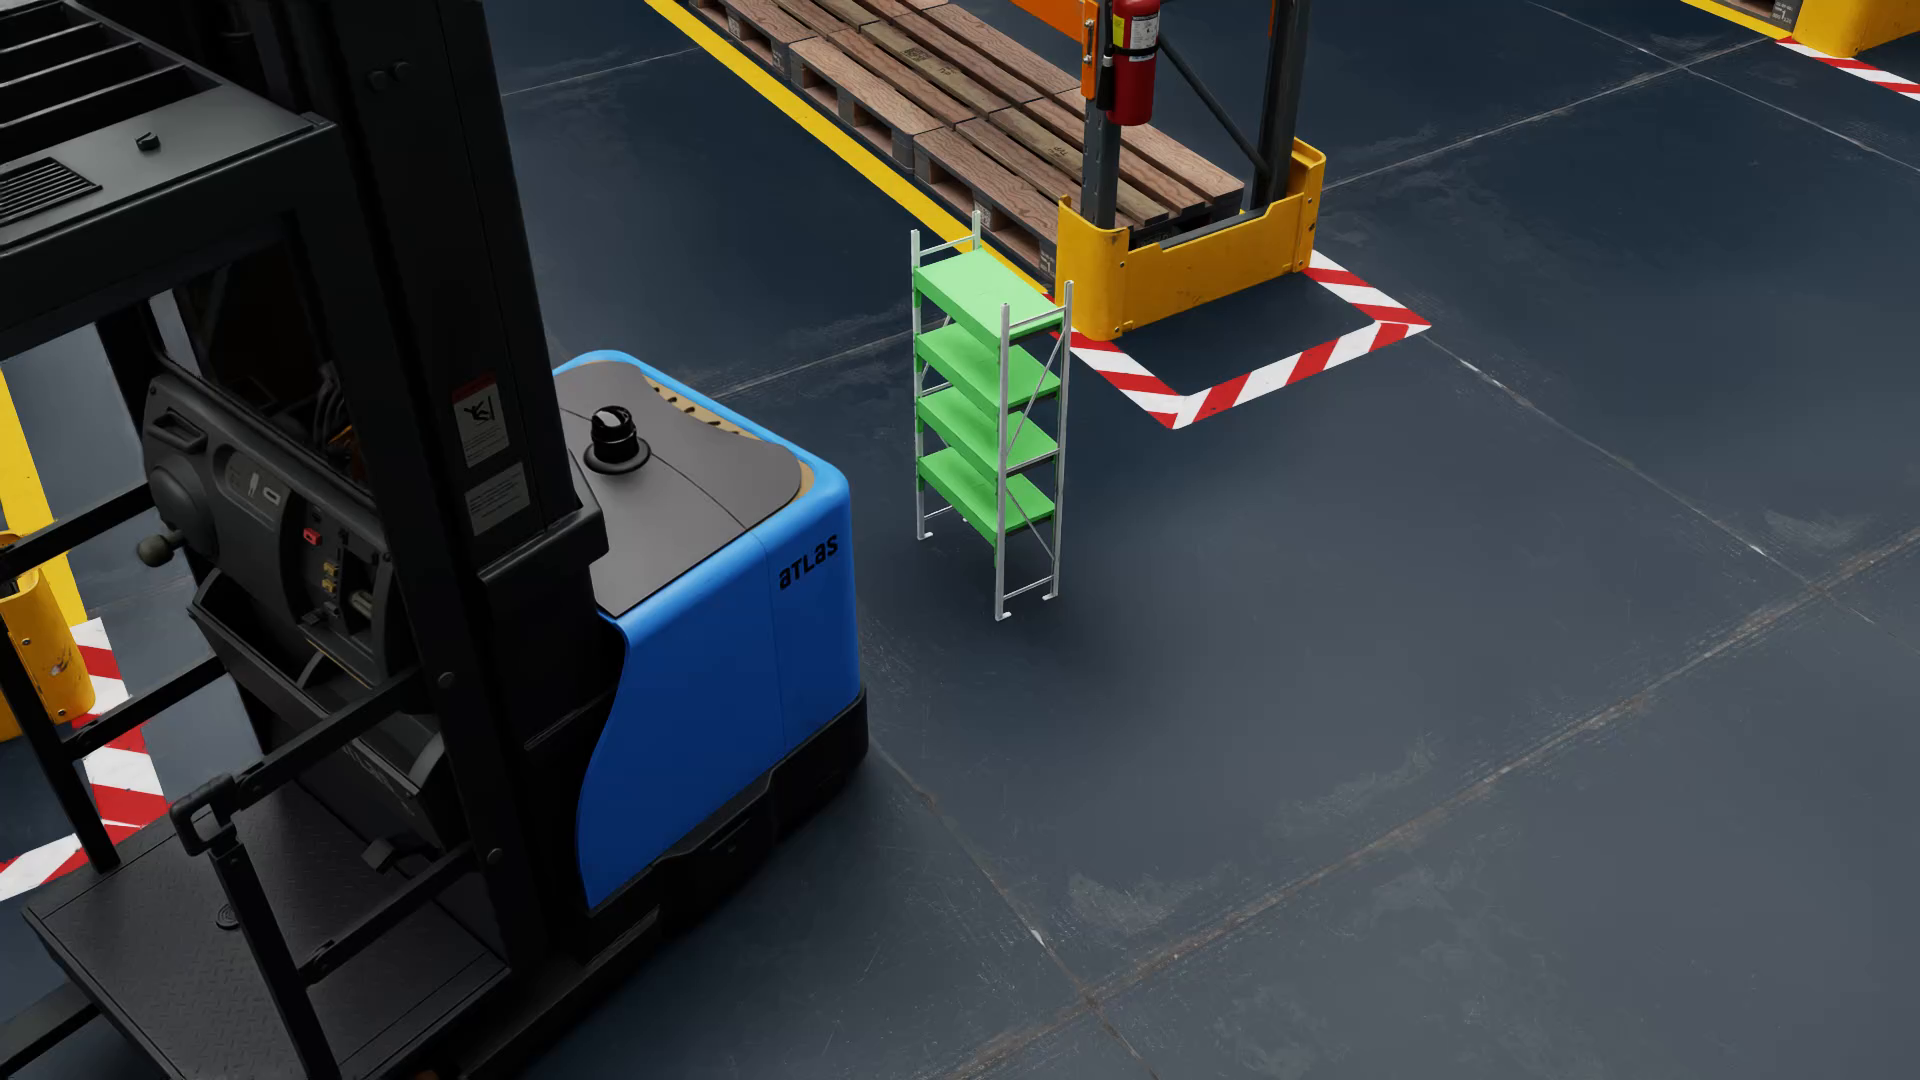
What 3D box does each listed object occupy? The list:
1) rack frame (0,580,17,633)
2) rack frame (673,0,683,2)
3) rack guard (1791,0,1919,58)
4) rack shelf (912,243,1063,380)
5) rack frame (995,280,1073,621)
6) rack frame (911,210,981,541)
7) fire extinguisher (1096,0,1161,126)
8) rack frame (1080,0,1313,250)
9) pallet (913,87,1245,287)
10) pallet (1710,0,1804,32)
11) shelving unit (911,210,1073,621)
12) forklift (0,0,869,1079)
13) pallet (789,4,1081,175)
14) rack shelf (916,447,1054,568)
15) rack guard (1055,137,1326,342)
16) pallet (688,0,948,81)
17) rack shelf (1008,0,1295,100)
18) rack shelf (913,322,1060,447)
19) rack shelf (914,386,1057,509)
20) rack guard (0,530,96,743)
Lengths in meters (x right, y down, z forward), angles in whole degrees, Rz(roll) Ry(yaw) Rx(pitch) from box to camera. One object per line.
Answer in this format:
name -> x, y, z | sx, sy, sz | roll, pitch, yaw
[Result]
rack frame -> -3.249, -0.534, 4.047 | 1.000, 3.000, 0.127 | -22, 45, -24
rack frame -> -1.224, -4.397, 8.684 | 1.000, 3.000, 0.127 | -22, 45, -24
rack guard -> 5.065, -3.022, 8.986 | 1.175, 0.500, 0.348 | -22, 45, -24
rack shelf -> 0.089, -0.691, 4.992 | 0.258, 0.148, 0.480 | -22, 45, -24
rack frame -> 0.220, -0.240, 5.101 | 0.240, 1.200, 0.015 | -22, 45, -24
rack frame -> -0.042, -0.503, 5.417 | 0.240, 1.200, 0.015 | -22, 45, -24
fire extinguisher -> 0.625, -1.828, 5.952 | 0.296, 0.674, 0.183 | -22, 45, -24
rack frame -> 0.927, -2.238, 6.093 | 1.000, 3.000, 0.127 | -22, 45, -24
pallet -> 0.517, -1.626, 7.536 | 1.003, 0.211, 1.213 | -22, 45, -24
pallet -> 4.635, -3.341, 9.595 | 1.003, 0.211, 1.213 | -22, 45, -24
shelving unit -> 0.089, -0.372, 5.259 | 0.258, 1.200, 0.503 | -22, 45, -24
forklift -> -1.607, 0.048, 3.403 | 1.130, 2.935, 3.031 | 29, 48, 30
pallet -> -0.135, -2.284, 8.325 | 1.003, 0.211, 1.213 | -22, 45, -24
rack shelf -> 0.089, -0.138, 5.453 | 0.258, 0.148, 0.480 | -22, 45, -24
rack guard -> 0.951, -1.270, 6.883 | 1.175, 0.500, 0.348 | -22, 45, -24
pallet -> -0.795, -2.943, 9.117 | 1.003, 0.211, 1.213 | -22, 45, -24
rack shelf -> -0.148, -3.042, 7.619 | 1.077, 0.370, 4.000 | -22, 45, -24
rack shelf -> 0.089, -0.507, 5.146 | 0.258, 0.148, 0.480 | -22, 45, -24
rack shelf -> 0.089, -0.323, 5.300 | 0.258, 0.148, 0.480 | -22, 45, -24
rack guard -> -3.236, 0.440, 4.832 | 1.175, 0.500, 0.348 | -22, 45, -24
